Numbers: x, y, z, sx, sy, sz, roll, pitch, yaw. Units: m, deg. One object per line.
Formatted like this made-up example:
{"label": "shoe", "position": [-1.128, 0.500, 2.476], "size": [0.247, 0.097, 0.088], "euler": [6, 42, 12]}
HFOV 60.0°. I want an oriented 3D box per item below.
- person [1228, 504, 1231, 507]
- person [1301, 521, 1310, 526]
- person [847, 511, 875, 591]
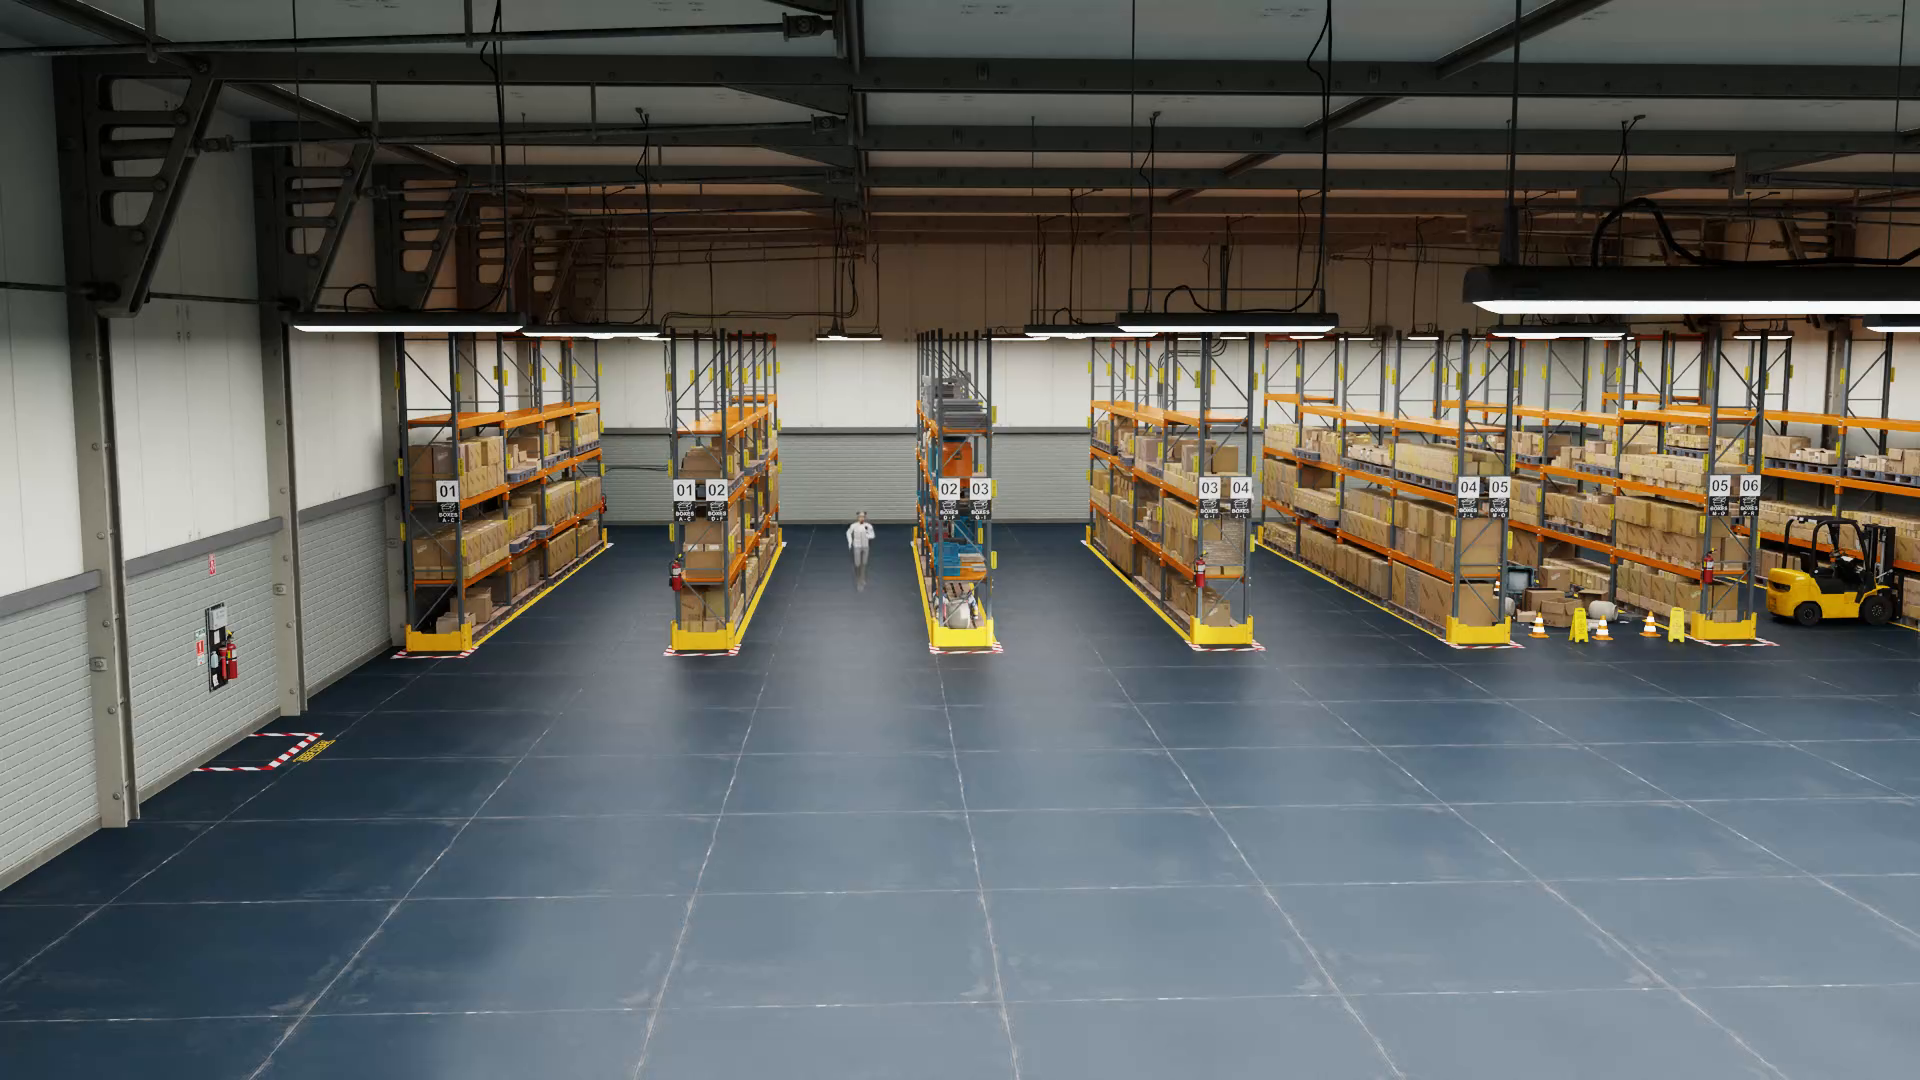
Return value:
{"label": "person", "position": [7.488, -0.400, 45.075], "size": [0.573, 1.705, 0.741], "euler": [0, 7, -1]}
{"label": "person", "position": [10.137, -0.843, 48.996], "size": [0.595, 1.638, 0.586], "euler": [-4, 8, -33]}
{"label": "person", "position": [-2.196, 0.213, 37.105], "size": [0.587, 1.761, 0.737], "euler": [-1, 7, -10]}
